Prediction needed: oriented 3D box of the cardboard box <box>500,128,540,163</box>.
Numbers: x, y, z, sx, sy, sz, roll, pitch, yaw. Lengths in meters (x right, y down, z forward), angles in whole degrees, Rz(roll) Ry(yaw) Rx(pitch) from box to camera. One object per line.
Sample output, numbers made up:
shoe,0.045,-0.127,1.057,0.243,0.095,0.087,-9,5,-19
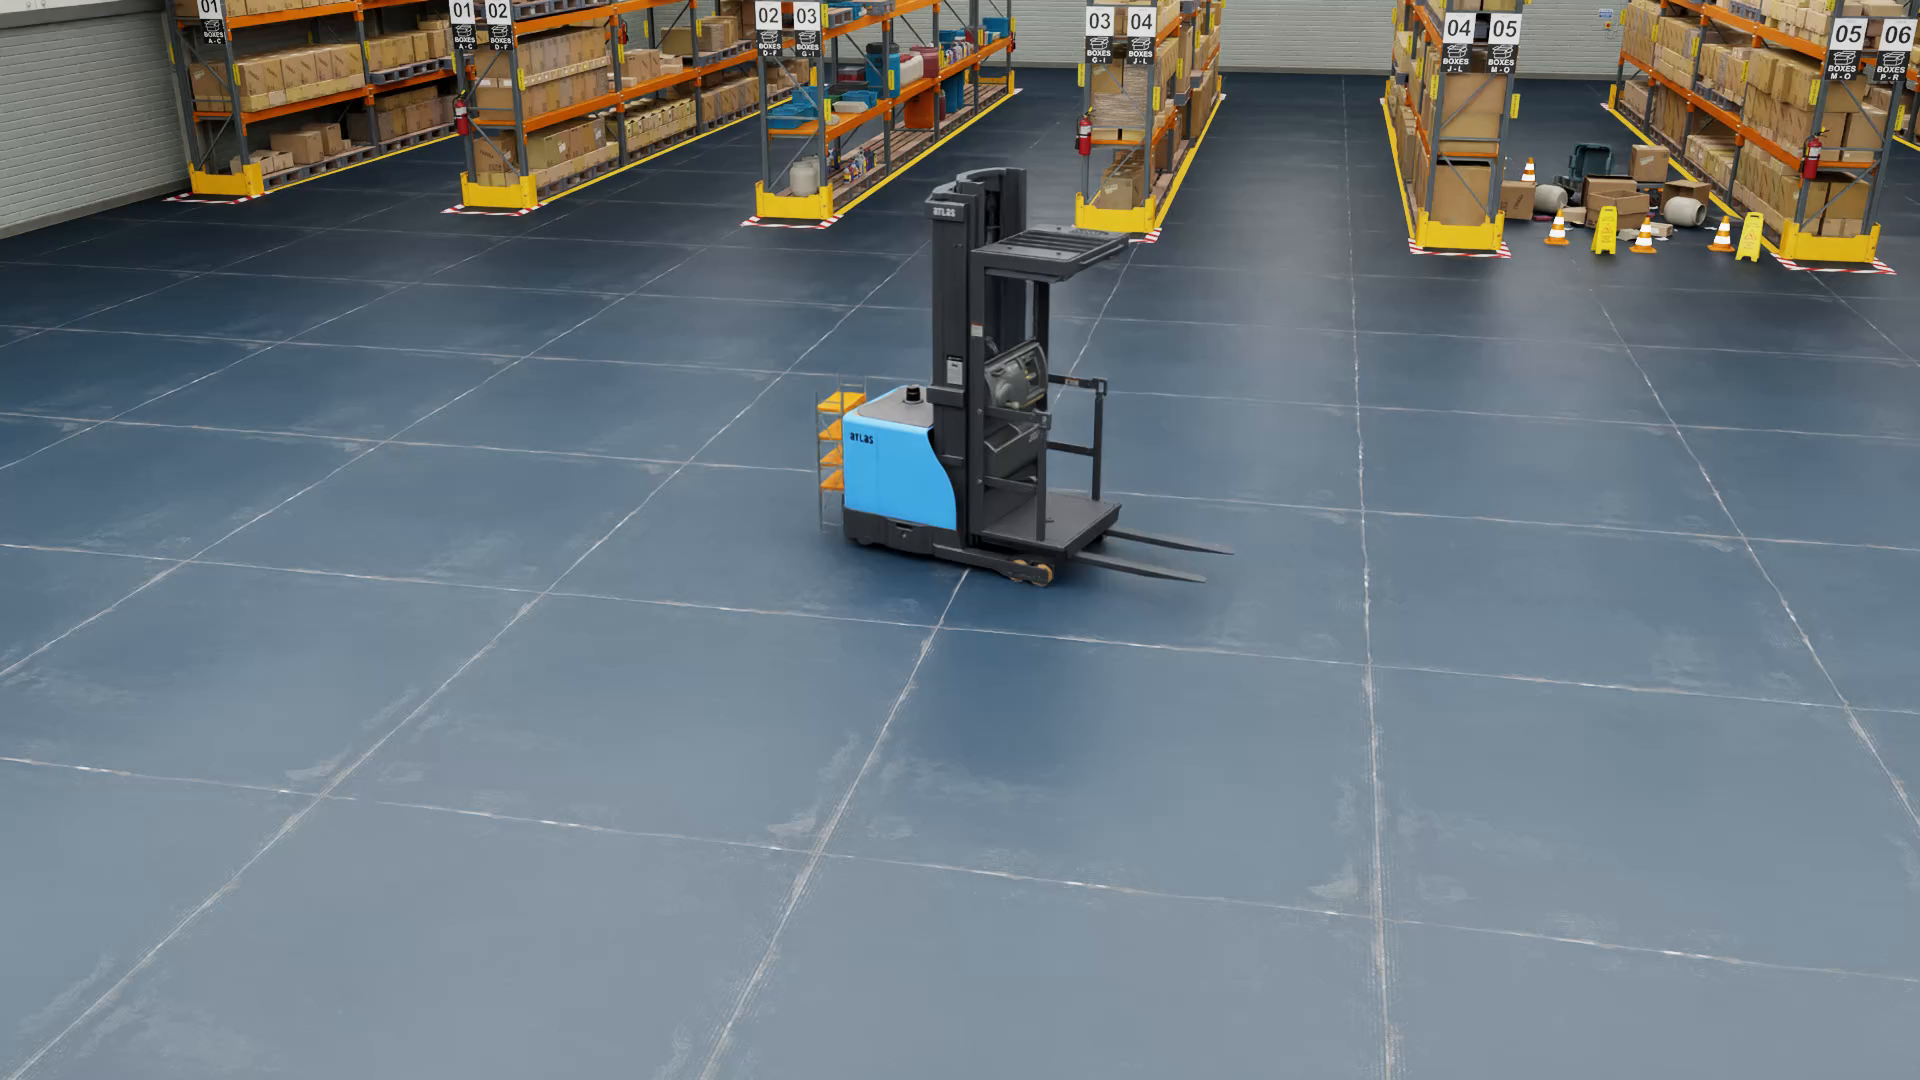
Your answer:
cardboard box,-7.381,-6.644,27.982,0.500,0.500,0.500,4,22,11

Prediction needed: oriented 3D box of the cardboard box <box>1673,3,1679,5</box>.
cardboard box,14.989,-11.046,34.455,0.380,0.149,0.250,4,22,11

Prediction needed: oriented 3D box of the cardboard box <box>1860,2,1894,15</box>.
cardboard box,12.318,-7.132,22.332,0.380,0.149,0.250,4,22,11

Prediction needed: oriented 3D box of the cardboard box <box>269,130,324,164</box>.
cardboard box,-11.695,-6.932,29.337,0.700,0.500,0.500,3,22,8

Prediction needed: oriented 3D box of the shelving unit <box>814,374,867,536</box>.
shelving unit,-0.953,-0.694,13.499,0.258,1.200,0.503,7,23,17

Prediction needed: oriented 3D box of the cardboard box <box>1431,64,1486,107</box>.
cardboard box,7.279,-6.531,23.940,0.875,0.550,0.550,4,22,11

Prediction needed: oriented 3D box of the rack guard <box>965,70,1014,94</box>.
rack guard,0.717,-11.114,40.312,1.175,0.500,0.348,4,22,11

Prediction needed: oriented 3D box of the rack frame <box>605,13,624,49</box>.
rack frame,-8.974,-13.019,41.696,1.000,3.000,0.127,4,22,11

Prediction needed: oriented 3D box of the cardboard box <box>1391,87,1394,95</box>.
cardboard box,9.817,-10.032,37.134,0.380,0.149,0.250,5,23,13

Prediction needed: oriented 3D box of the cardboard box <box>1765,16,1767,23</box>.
cardboard box,12.519,-7.921,25.358,0.380,0.149,0.250,4,22,10

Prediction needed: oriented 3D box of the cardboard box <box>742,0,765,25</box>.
cardboard box,-4.569,-11.841,37.298,0.500,0.500,0.500,5,22,12

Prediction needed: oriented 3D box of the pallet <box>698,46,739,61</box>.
pallet,-5.364,-10.340,35.300,1.003,0.211,1.213,4,22,11

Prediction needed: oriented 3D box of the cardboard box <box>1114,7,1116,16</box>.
cardboard box,2.060,-7.667,24.058,0.380,0.149,0.250,4,22,11

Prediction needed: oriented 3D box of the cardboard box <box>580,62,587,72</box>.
cardboard box,-6.628,-8.114,28.514,0.380,0.149,0.250,4,22,11

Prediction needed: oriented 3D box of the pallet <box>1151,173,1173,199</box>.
pallet,3.022,-5.956,27.891,1.003,0.211,1.213,4,22,11

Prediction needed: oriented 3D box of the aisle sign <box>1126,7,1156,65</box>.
aisle sign,2.589,-7.195,23.755,0.394,0.787,0.004,4,22,11

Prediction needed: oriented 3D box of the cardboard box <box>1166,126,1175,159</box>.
cardboard box,3.500,-7.143,29.862,0.700,0.500,0.500,3,22,6

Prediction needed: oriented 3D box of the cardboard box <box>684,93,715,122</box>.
cardboard box,-5.384,-8.907,34.241,0.500,0.500,0.500,5,23,13

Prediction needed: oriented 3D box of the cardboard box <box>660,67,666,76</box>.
cardboard box,-5.961,-9.130,32.375,0.380,0.149,0.250,6,23,15

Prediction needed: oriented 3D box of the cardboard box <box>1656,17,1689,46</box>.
cardboard box,14.087,-10.039,32.824,0.500,0.500,0.500,5,22,12

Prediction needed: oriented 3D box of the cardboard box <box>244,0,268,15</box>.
cardboard box,-11.781,-8.912,27.321,0.500,0.500,0.500,6,23,14

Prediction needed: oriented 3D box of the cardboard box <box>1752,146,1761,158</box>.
cardboard box,12.254,-5.886,25.230,0.380,0.149,0.250,5,23,13

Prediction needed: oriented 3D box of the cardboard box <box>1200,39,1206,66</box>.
cardboard box,4.721,-9.906,33.832,0.500,0.500,0.500,4,22,10

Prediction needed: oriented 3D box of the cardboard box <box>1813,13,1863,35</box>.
cardboard box,11.851,-6.947,22.406,0.500,0.250,0.500,4,22,10

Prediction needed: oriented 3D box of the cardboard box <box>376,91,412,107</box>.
cardboard box,-11.100,-8.646,32.589,0.500,0.250,0.500,4,22,9

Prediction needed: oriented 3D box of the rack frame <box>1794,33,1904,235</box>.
rack frame,12.010,-5.280,22.478,1.000,3.000,0.127,4,22,11

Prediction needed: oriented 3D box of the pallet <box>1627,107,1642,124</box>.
pallet,14.937,-9.094,35.683,1.003,0.211,1.213,4,22,11

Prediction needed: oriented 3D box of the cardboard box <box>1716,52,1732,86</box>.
cardboard box,13.013,-7.870,27.814,0.500,0.500,0.500,4,22,9

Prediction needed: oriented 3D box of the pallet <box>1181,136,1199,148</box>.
pallet,4.175,-7.950,32.841,1.003,0.211,1.213,4,22,11

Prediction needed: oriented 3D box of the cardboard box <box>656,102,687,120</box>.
cardboard box,-5.722,-8.496,32.832,0.500,0.311,0.500,4,22,10

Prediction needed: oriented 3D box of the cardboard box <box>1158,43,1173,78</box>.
cardboard box,3.098,-7.595,26.356,0.500,0.500,0.500,4,22,11

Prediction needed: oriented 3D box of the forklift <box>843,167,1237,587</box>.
forklift,0.609,-1.232,12.520,3.031,2.935,1.130,12,25,27

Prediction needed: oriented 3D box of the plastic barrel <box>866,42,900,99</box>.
plastic barrel,-1.349,-8.226,29.123,0.600,0.901,0.708,4,22,11

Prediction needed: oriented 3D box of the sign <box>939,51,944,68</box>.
sign,-0.368,-9.375,32.428,0.100,0.325,0.005,4,22,11

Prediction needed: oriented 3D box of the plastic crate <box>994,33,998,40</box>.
plastic crate,0.662,-11.753,38.823,0.396,0.136,0.243,4,22,11

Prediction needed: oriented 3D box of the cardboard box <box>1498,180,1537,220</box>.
cardboard box,8.647,-5.279,25.818,0.500,0.500,0.500,8,23,20

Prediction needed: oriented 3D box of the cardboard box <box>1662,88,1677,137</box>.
cardboard box,14.234,-8.314,32.294,0.875,0.875,0.875,5,22,12

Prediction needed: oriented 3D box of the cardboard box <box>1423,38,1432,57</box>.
cardboard box,8.470,-8.520,29.051,0.700,0.500,0.500,4,22,10

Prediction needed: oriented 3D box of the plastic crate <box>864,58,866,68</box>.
plastic crate,-1.537,-8.800,31.135,0.402,0.464,0.583,4,22,11

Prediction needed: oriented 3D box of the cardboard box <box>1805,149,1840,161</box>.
cardboard box,11.877,-5.316,22.905,0.380,0.149,0.250,5,23,13

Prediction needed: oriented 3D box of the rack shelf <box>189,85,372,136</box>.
rack shelf,-11.831,-7.566,29.117,1.077,0.370,4.000,4,22,11

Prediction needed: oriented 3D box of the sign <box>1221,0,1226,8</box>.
sign,6.102,-12.487,38.507,0.100,0.325,0.005,4,22,11

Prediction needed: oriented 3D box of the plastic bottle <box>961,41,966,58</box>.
plastic bottle,0.041,-10.417,35.301,0.144,0.351,0.185,4,22,11

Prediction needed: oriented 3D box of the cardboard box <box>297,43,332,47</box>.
cardboard box,-11.723,-8.762,30.296,0.500,0.500,0.500,4,22,10

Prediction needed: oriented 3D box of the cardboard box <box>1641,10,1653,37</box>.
cardboard box,14.491,-10.744,34.574,0.500,0.500,0.500,5,22,12

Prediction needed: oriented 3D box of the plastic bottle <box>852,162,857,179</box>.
plastic bottle,-1.775,-6.152,27.708,0.097,0.271,0.097,0,22,0

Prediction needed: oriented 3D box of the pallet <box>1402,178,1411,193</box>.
pallet,8.043,-6.077,28.191,1.003,0.211,1.213,4,22,11

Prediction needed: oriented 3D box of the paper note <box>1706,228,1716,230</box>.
paper note,11.289,-4.688,24.982,0.142,0.019,0.148,-3,22,-8
